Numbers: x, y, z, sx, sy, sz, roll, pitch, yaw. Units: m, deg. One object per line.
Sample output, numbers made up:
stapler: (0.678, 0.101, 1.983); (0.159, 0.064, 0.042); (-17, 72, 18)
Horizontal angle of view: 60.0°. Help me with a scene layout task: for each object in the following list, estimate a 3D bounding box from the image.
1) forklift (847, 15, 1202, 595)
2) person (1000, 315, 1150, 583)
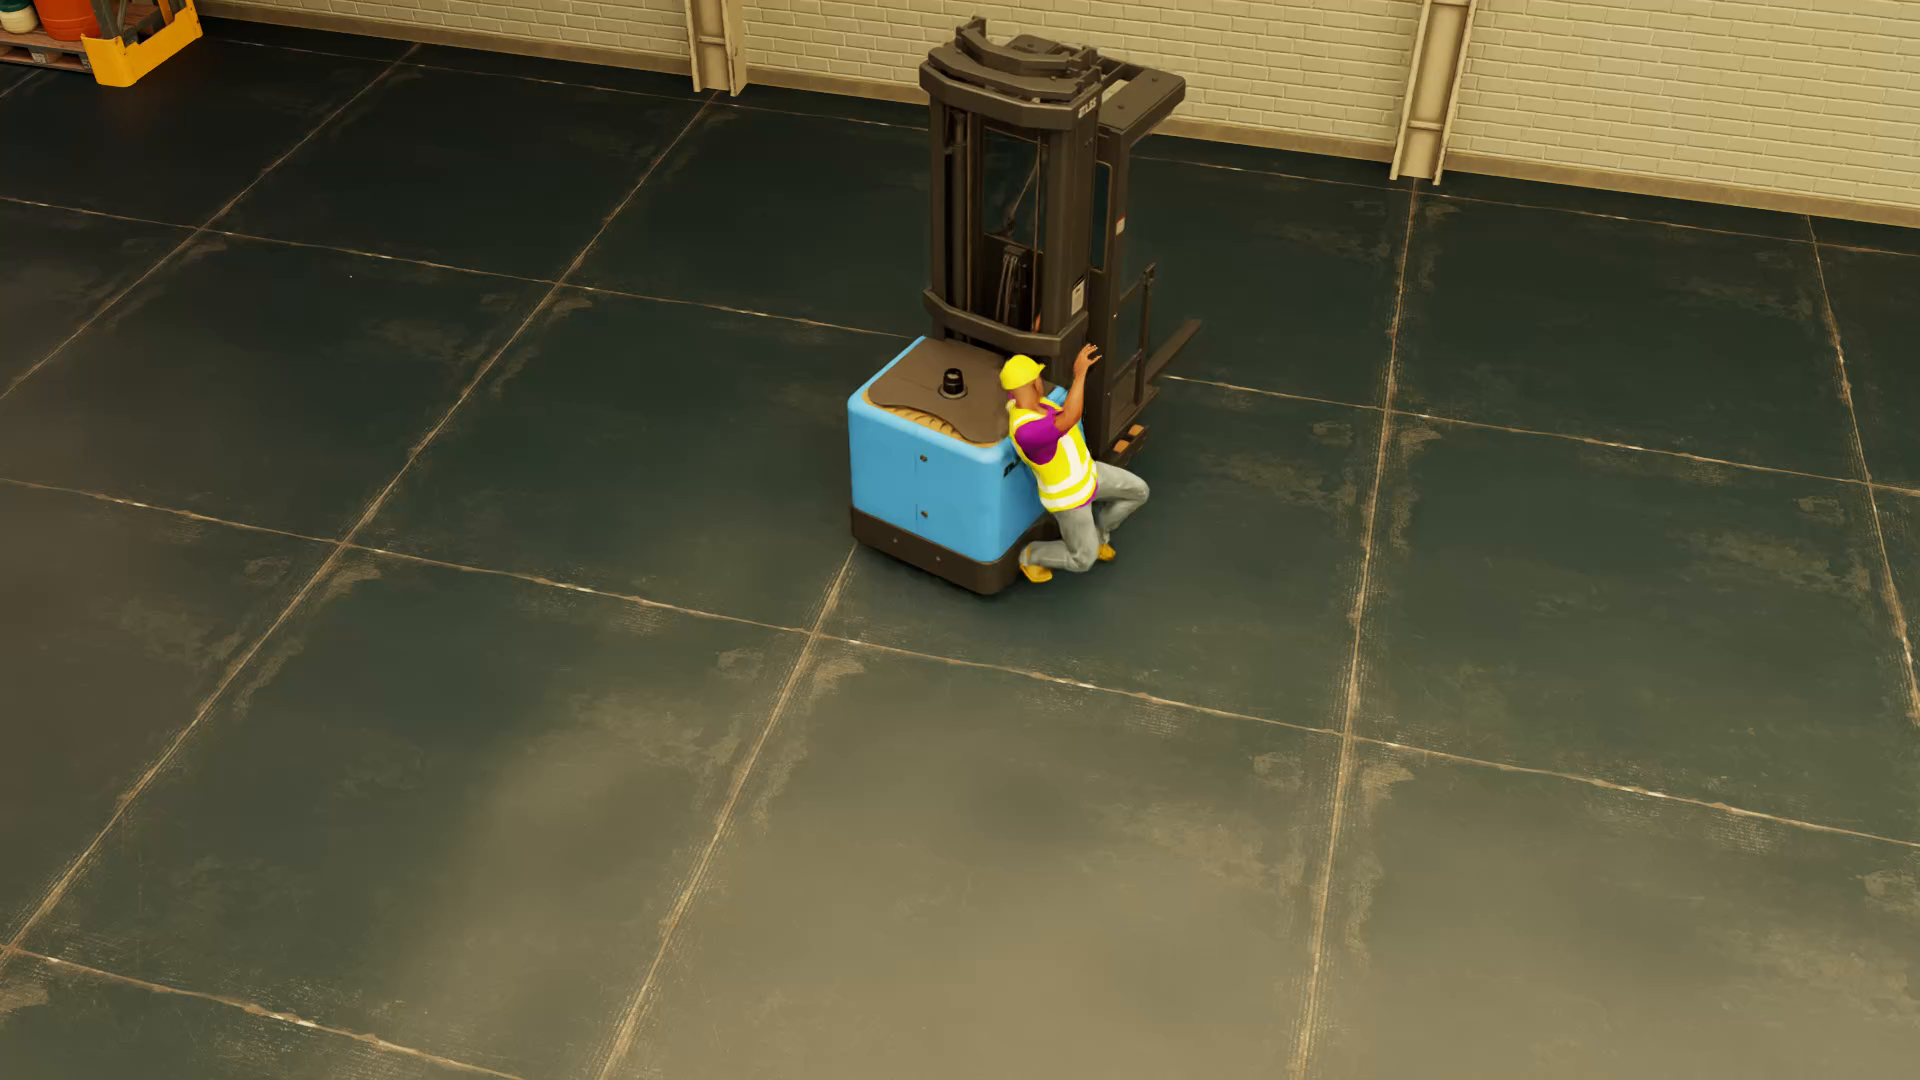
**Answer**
forklift: (0.568, -1.730, 9.835); (1.130, 2.935, 3.031); (23, 46, 24)
person: (0.678, -0.564, 9.462); (0.854, 1.636, 1.156); (7, 42, 8)
